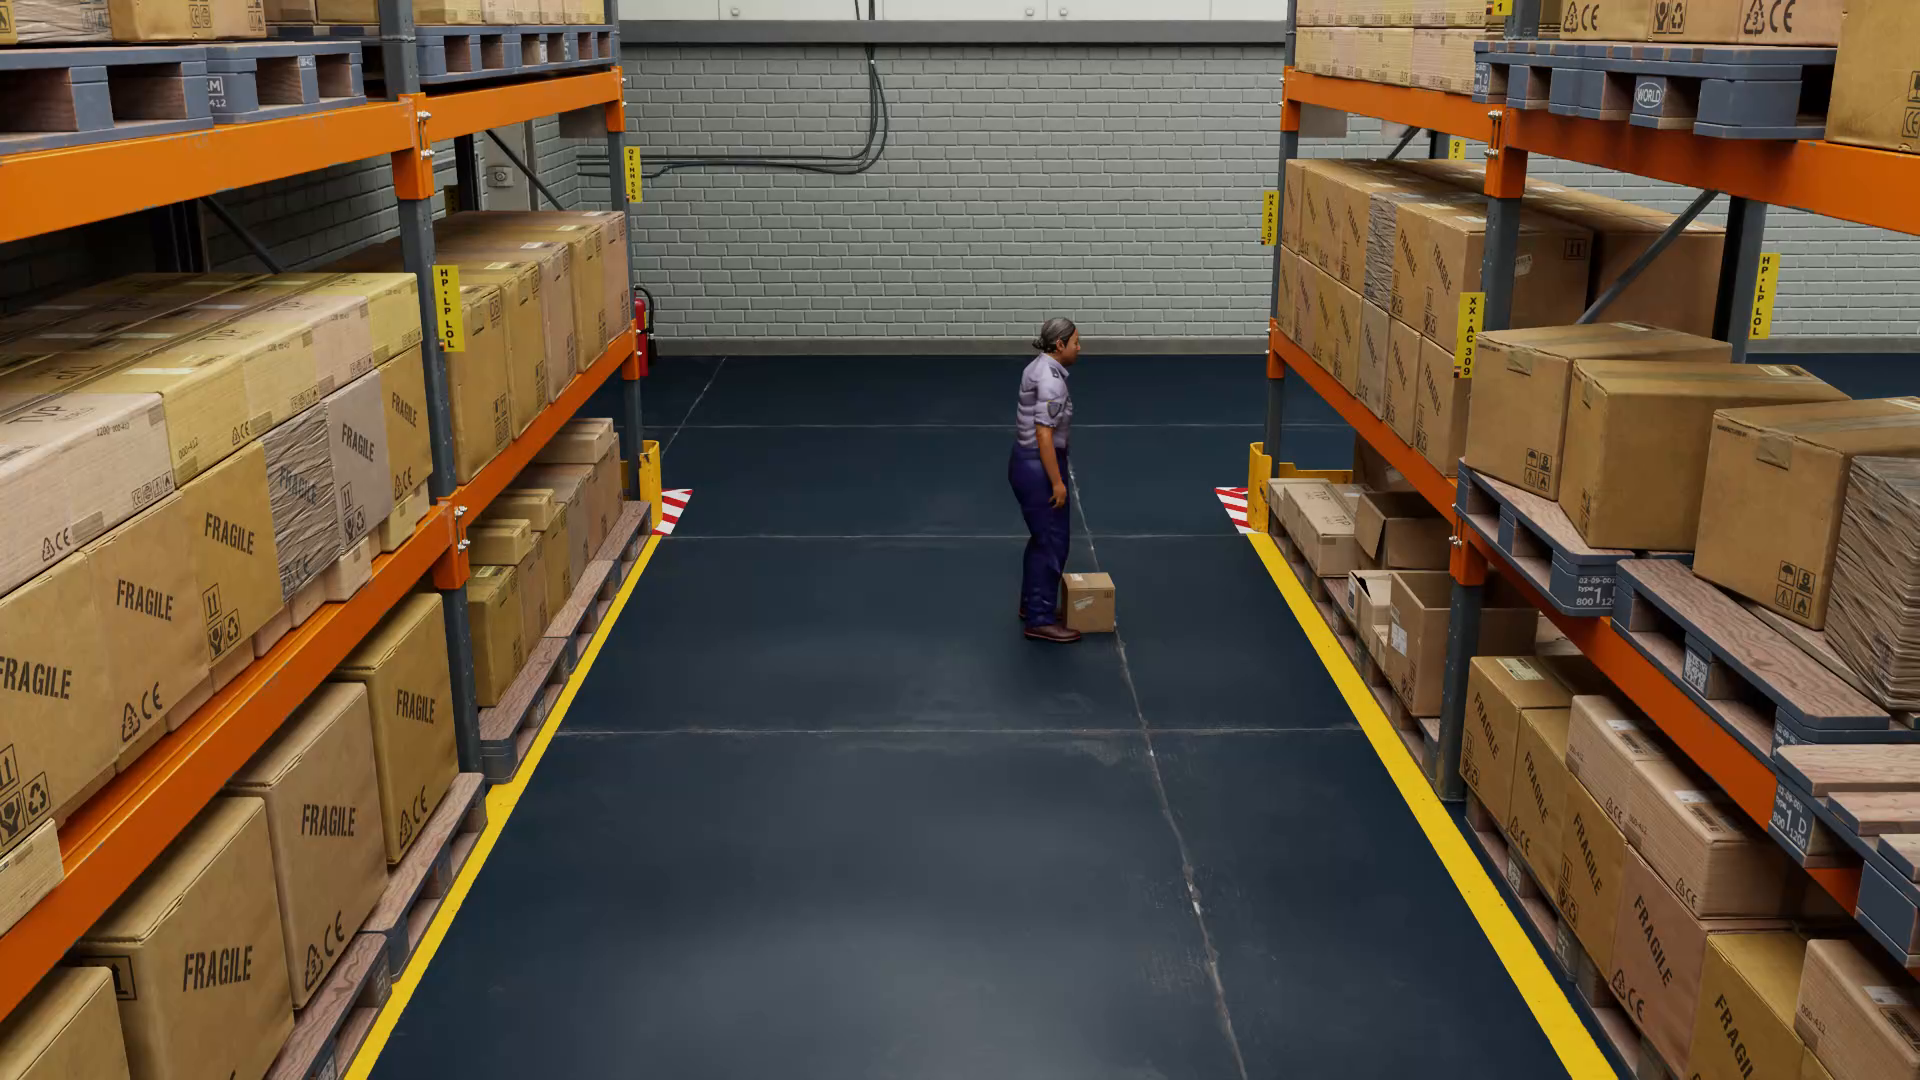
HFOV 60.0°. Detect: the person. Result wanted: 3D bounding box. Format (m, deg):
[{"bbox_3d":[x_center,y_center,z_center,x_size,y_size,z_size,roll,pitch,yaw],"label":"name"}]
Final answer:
[{"bbox_3d":[0.441,-0.331,8.626,0.367,1.651,0.564,-1,17,-4],"label":"person"}]
